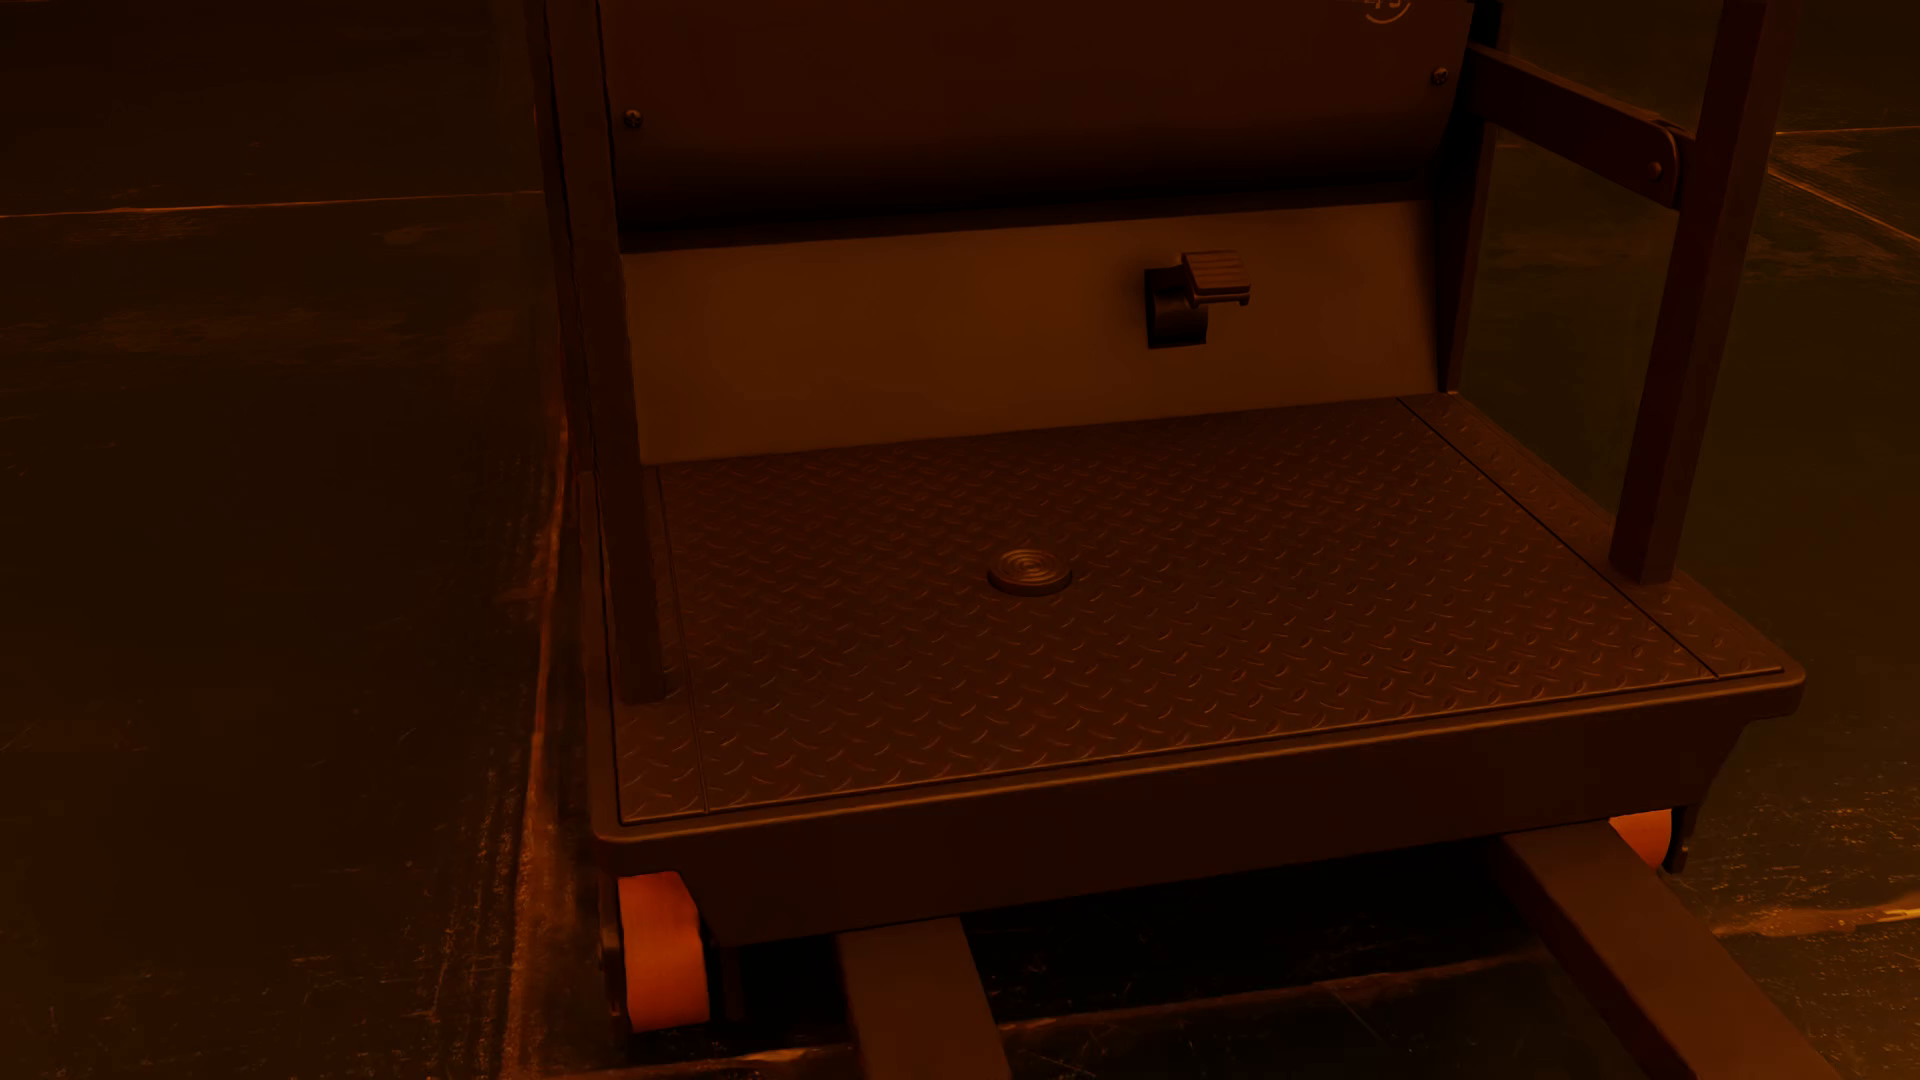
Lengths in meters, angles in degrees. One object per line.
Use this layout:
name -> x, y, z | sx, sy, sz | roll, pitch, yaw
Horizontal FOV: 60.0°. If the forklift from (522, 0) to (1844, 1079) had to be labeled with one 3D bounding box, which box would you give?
forklift -> 0.141, -1.016, 1.287 | 1.130, 2.935, 3.031 | -6, 29, -11
